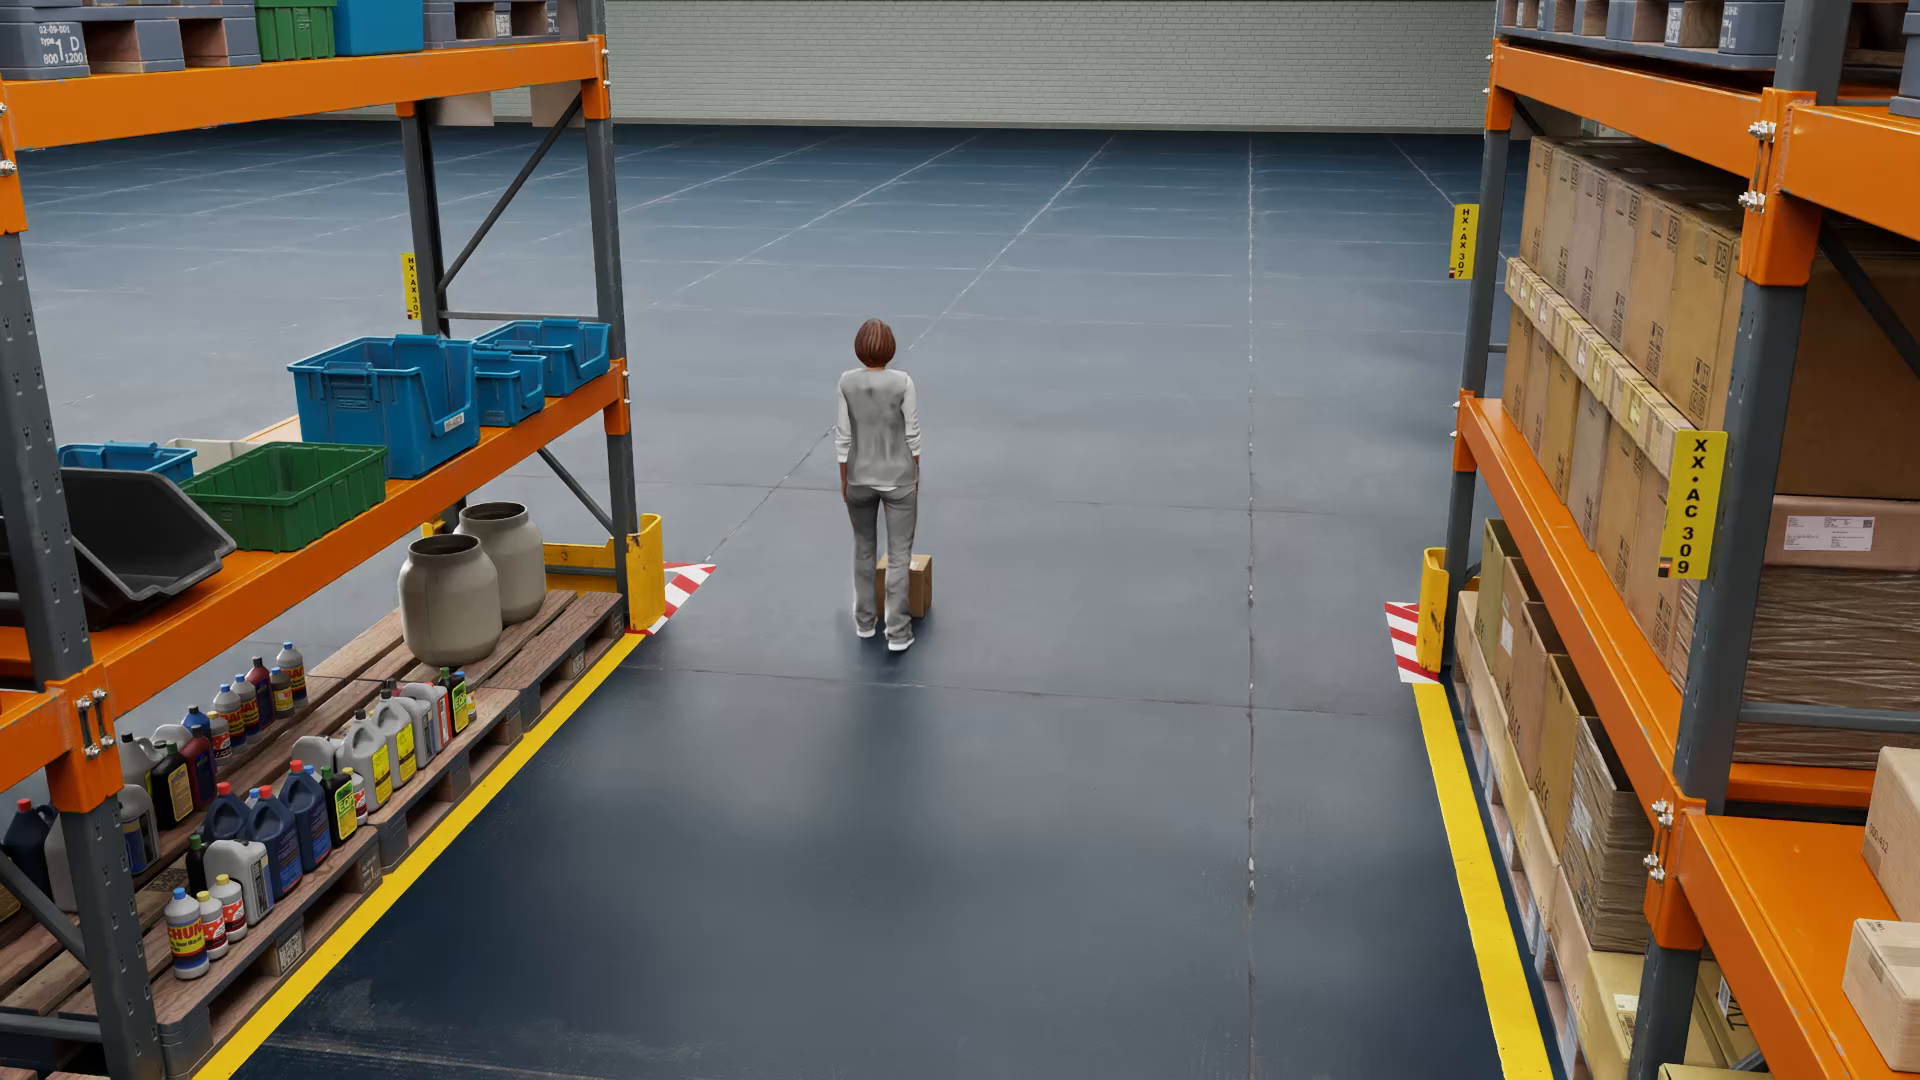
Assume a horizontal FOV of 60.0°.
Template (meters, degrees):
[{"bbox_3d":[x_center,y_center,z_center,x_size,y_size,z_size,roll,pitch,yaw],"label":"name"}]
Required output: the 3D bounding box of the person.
[{"bbox_3d":[-0.383,-0.270,7.918,0.411,1.601,0.448,3,18,10],"label":"person"}]
